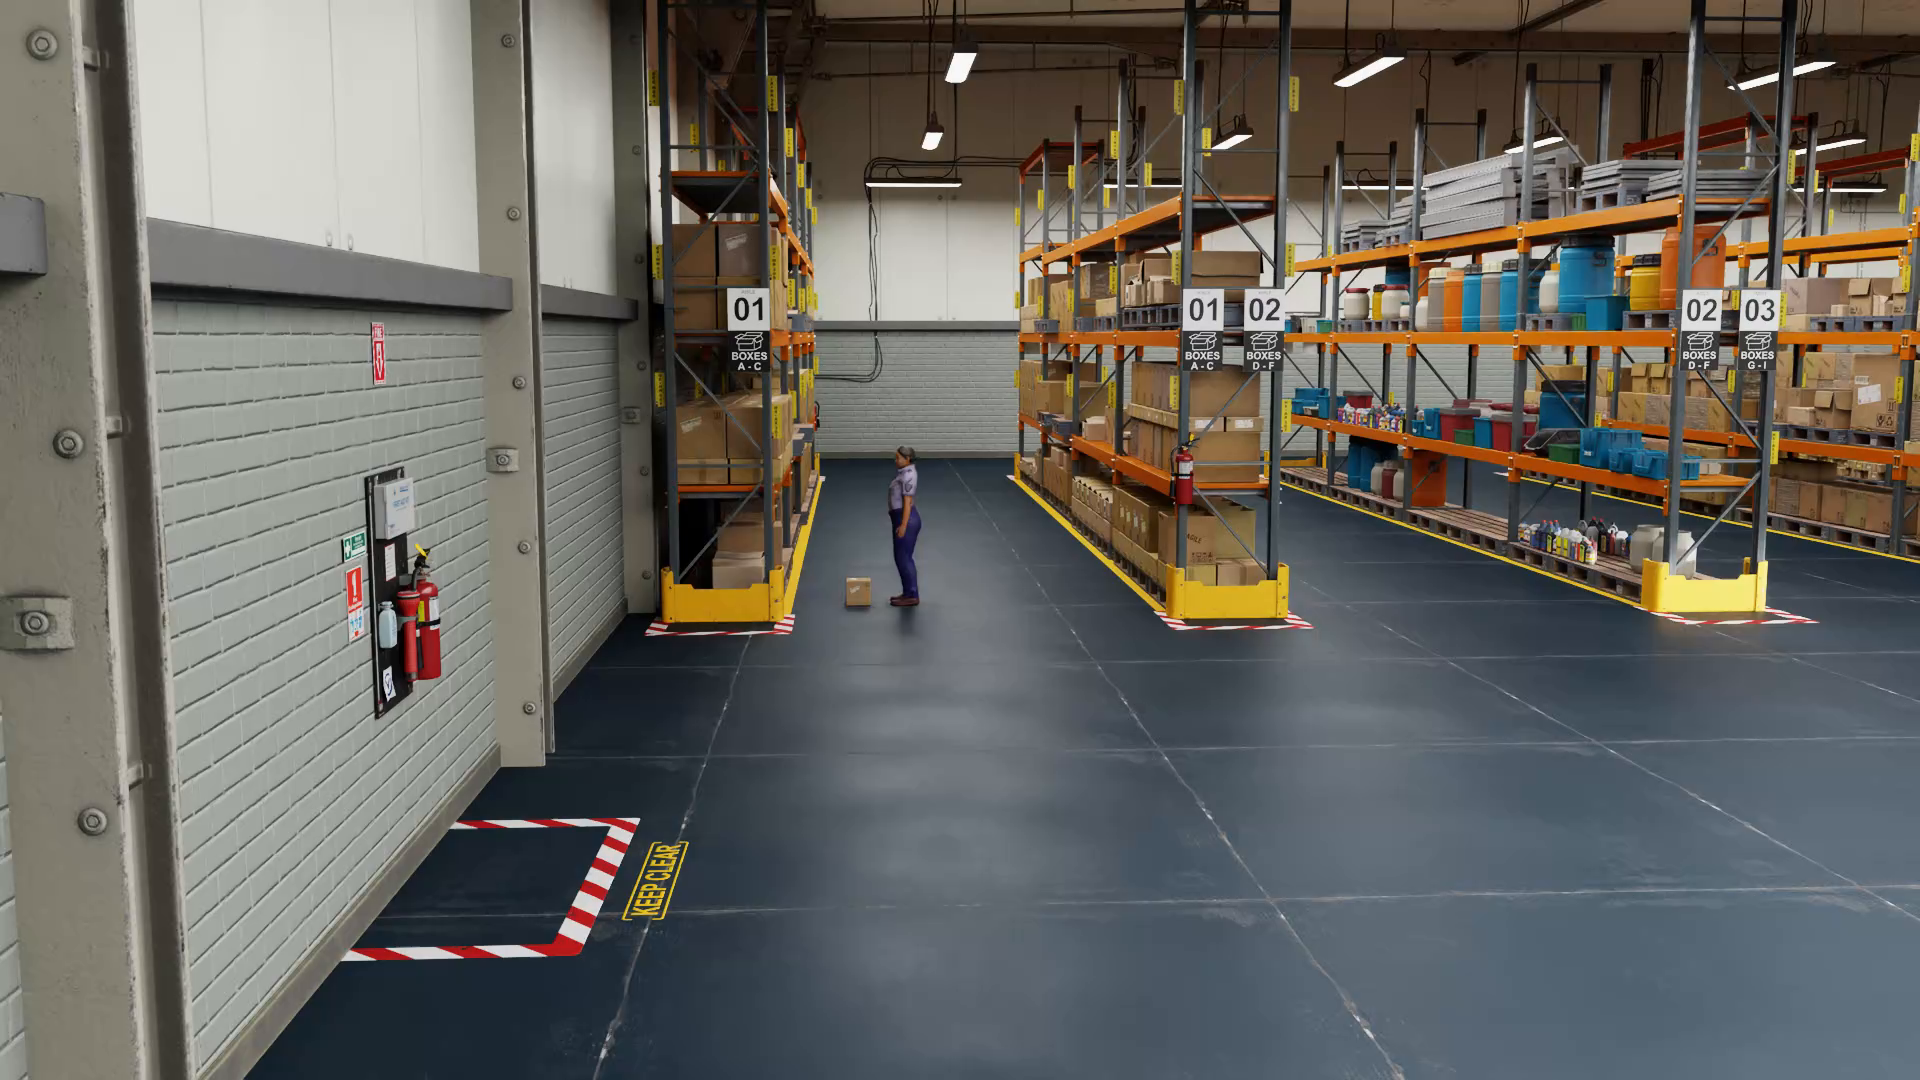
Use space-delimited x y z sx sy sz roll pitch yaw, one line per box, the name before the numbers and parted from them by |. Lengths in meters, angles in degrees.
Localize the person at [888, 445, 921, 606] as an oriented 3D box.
person | -0.570 -0.156 17.124 0.342 1.645 0.469 0 7 -3
